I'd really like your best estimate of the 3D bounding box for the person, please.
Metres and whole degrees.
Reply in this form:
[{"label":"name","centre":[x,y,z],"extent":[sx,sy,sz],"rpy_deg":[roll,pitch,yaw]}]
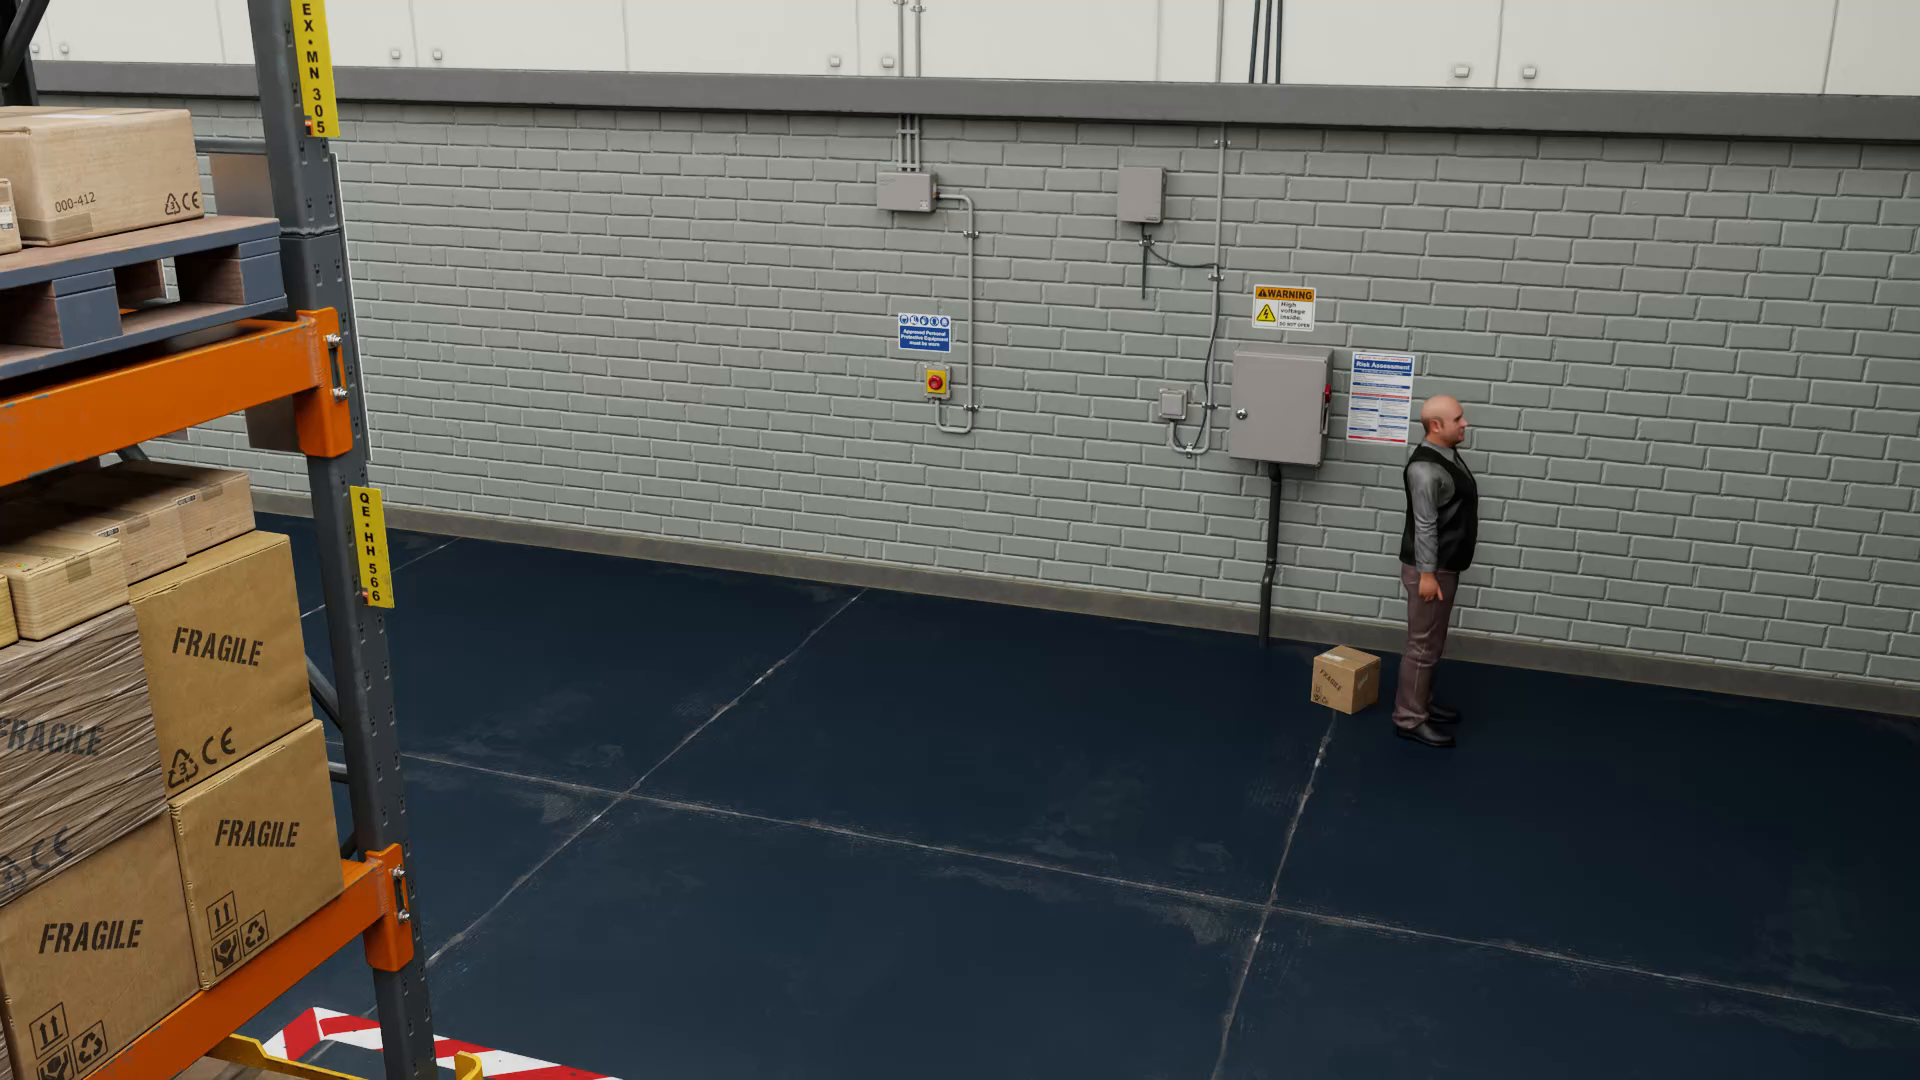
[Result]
[{"label":"person","centre":[2.348,0.133,8.191],"extent":[0.369,1.724,0.532],"rpy_deg":[7,20,20]}]
